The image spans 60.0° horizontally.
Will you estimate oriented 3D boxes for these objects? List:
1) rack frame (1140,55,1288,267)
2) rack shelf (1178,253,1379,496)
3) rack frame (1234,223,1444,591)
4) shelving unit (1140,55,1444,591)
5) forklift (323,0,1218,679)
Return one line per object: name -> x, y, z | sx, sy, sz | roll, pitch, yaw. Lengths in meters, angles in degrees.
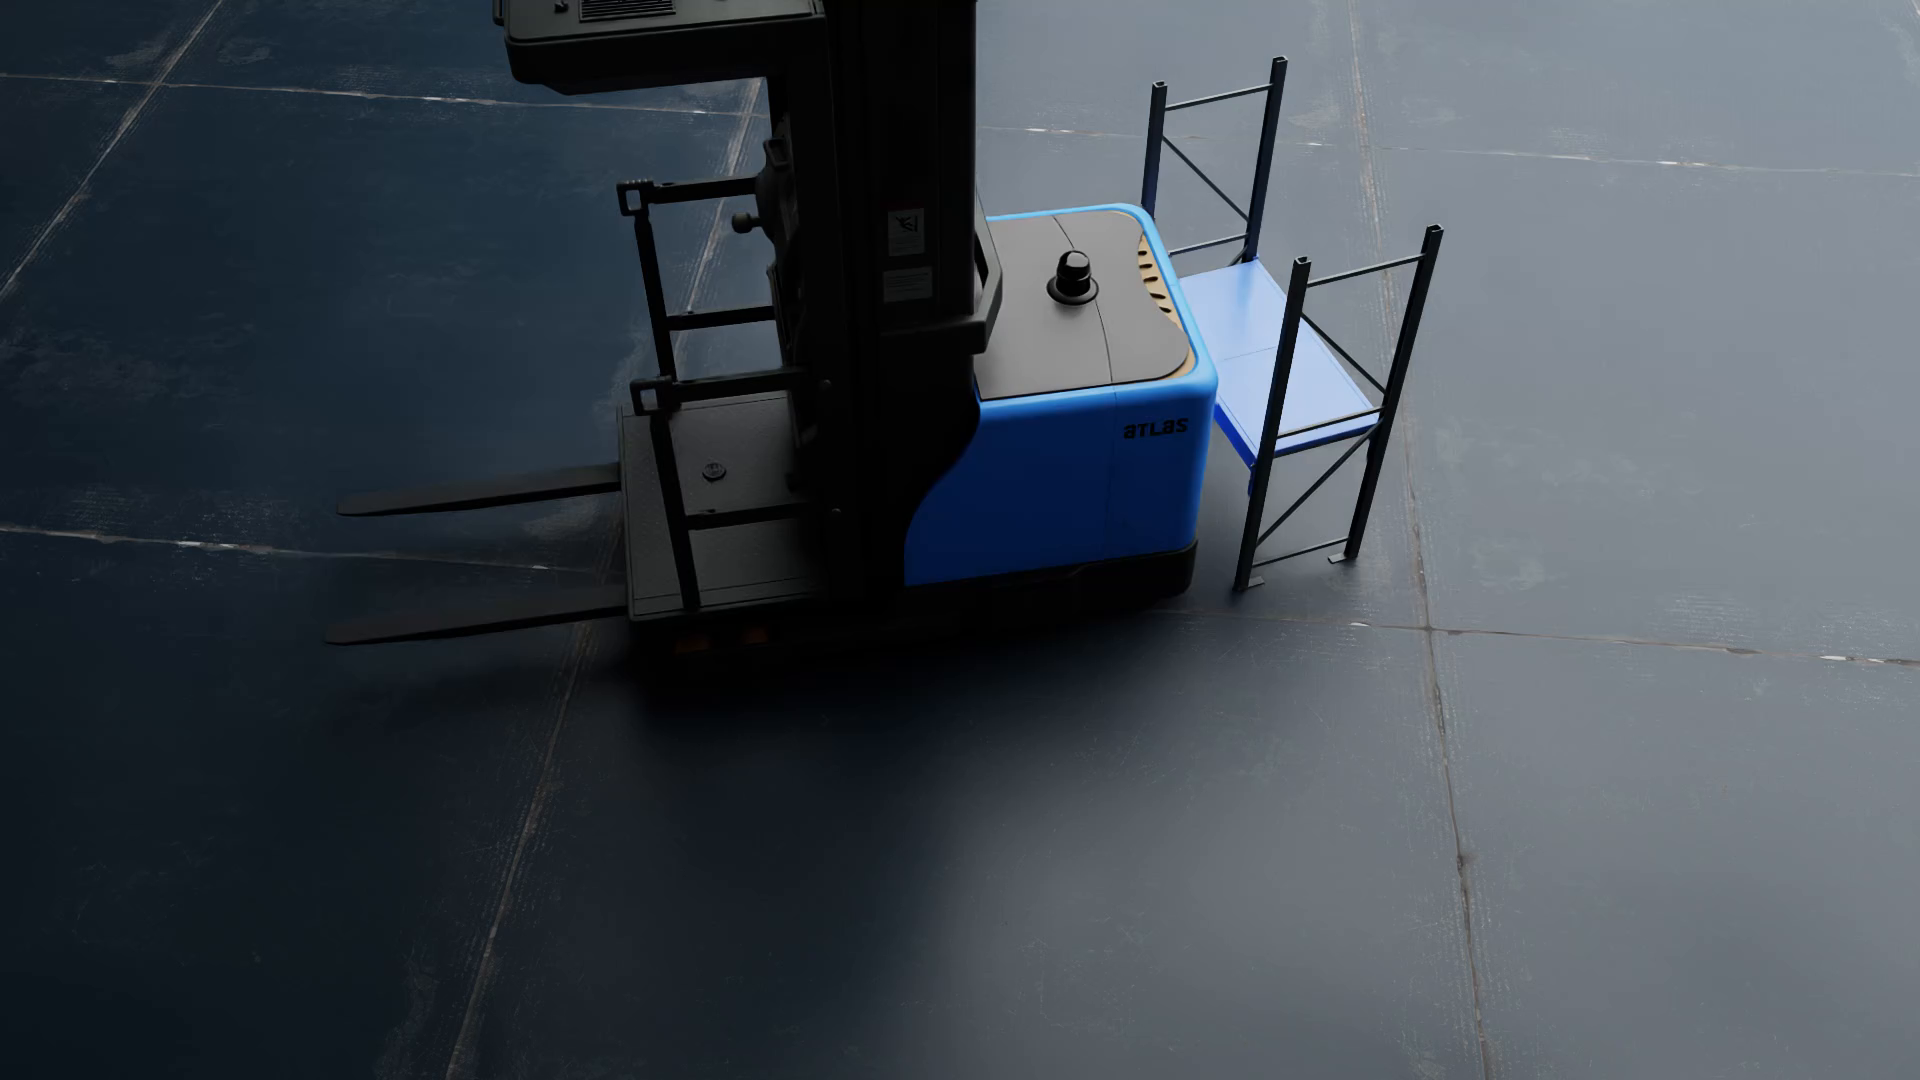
rack frame -> 0.892, -1.097, 6.237 | 0.500, 1.500, 0.032 | -15, 49, -13
rack shelf -> 1.067, -0.623, 6.047 | 0.538, 0.185, 1.000 | -15, 49, -13
rack frame -> 1.243, -0.393, 5.593 | 0.500, 1.500, 0.032 | -15, 49, -13
shelving unit -> 1.067, -0.745, 5.915 | 0.538, 1.500, 1.048 | -15, 49, -13
forklift -> -0.724, -0.931, 5.115 | 3.031, 2.935, 1.130 | -8, 48, -7
